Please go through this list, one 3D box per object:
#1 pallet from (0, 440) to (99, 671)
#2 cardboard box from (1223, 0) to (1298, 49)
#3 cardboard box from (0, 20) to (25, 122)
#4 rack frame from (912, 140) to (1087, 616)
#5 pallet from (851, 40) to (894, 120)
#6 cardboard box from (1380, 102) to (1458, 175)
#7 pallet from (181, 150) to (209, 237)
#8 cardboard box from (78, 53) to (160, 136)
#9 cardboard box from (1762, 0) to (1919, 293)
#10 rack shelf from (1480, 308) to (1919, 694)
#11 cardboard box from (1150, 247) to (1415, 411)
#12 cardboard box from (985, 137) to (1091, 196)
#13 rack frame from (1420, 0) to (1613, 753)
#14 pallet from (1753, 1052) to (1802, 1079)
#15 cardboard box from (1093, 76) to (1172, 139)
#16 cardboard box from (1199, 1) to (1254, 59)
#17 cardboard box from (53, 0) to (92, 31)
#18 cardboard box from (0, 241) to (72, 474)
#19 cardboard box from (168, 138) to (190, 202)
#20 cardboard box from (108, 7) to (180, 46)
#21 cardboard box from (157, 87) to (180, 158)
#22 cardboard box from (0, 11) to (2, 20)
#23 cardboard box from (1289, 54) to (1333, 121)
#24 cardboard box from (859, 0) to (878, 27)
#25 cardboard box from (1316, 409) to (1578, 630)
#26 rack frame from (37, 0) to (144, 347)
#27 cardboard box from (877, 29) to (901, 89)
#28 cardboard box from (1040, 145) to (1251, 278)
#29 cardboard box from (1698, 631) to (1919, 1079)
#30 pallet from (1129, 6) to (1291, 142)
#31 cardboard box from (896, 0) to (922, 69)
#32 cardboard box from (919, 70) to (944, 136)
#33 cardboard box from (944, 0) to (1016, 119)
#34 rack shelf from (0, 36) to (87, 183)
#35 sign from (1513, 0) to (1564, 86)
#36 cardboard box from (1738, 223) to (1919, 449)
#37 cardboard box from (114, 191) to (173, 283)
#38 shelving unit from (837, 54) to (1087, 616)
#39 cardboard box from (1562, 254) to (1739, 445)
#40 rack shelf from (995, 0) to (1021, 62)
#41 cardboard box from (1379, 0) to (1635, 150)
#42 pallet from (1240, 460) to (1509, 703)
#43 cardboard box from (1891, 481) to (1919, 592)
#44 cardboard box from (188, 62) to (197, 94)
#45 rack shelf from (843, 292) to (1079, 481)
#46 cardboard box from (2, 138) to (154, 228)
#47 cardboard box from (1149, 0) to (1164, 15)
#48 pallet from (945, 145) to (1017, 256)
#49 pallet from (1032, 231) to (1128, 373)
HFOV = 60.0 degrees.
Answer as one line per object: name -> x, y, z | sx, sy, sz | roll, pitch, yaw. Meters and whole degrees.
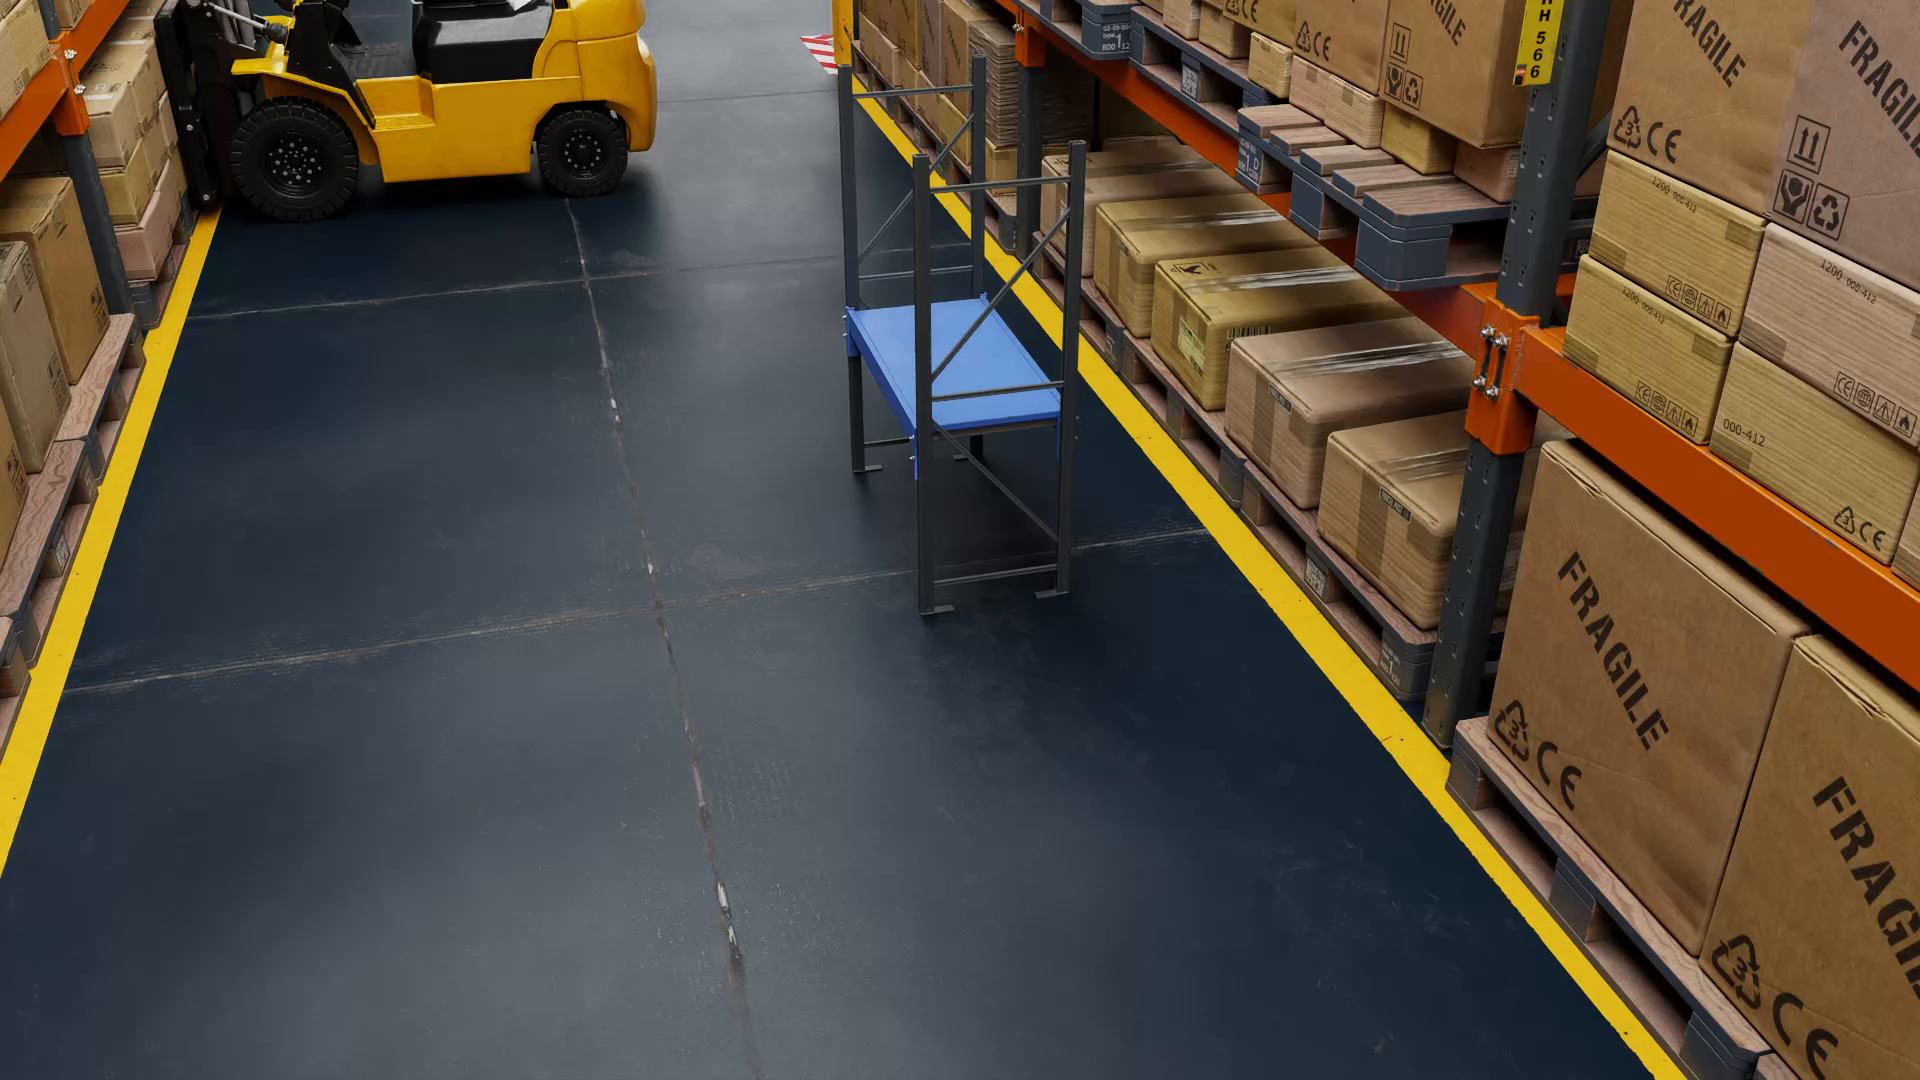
pallet -> -3.455, 0.085, 5.393 | 1.003, 0.211, 1.213 | -8, 31, -13
cardboard box -> 1.159, -1.821, 5.086 | 0.500, 0.500, 0.500 | -10, 32, -17
cardboard box -> -3.491, -1.547, 5.579 | 0.500, 0.250, 0.500 | -8, 31, -14
rack frame -> 0.112, -0.445, 5.021 | 0.500, 1.500, 0.032 | -8, 31, -13
pallet -> -0.091, -3.016, 10.750 | 1.003, 0.211, 1.213 | -8, 31, -13
cardboard box -> 1.376, -1.113, 4.510 | 0.380, 0.149, 0.250 | -7, 31, -13
pallet -> -4.514, -1.836, 8.711 | 1.003, 0.211, 1.213 | -8, 31, -13
cardboard box -> -3.968, -2.011, 7.558 | 0.500, 0.250, 0.500 | -8, 31, -13
cardboard box -> 1.867, -0.760, 2.971 | 0.500, 0.500, 0.500 | -8, 31, -13
rack shelf -> 2.361, 0.484, 2.637 | 1.077, 0.370, 4.000 | -8, 31, -13
cardboard box -> 1.291, -0.834, 6.400 | 0.950, 0.372, 0.625 | -7, 31, -12
cardboard box -> 0.353, -1.966, 8.478 | 0.500, 0.250, 0.500 | -6, 31, -11
rack frame -> 1.831, -0.793, 4.125 | 1.000, 3.000, 0.127 | -8, 31, -13
pallet -> 2.287, 1.393, 3.133 | 1.003, 0.211, 1.213 | -8, 31, -13
cardboard box -> 0.873, -2.362, 8.413 | 0.500, 0.500, 0.500 | -6, 31, -11
cardboard box -> 1.029, -1.731, 5.577 | 0.380, 0.149, 0.250 | -9, 31, -15
cardboard box -> -3.882, -2.355, 6.725 | 0.500, 0.500, 0.500 | -9, 31, -15
cardboard box -> -3.668, -0.591, 5.727 | 0.875, 0.625, 0.625 | -8, 31, -14
cardboard box -> -4.126, -1.822, 8.228 | 0.500, 0.250, 0.500 | -7, 31, -12
cardboard box -> -4.243, -2.504, 8.410 | 0.500, 0.250, 0.500 | -8, 31, -14
cardboard box -> -4.104, -2.033, 8.095 | 0.500, 0.250, 0.500 | -8, 31, -14
cardboard box -> -3.496, -1.764, 5.454 | 0.500, 0.250, 0.500 | -9, 31, -15
cardboard box -> 1.207, -1.351, 4.922 | 0.380, 0.149, 0.250 | -9, 31, -16
cardboard box -> -0.339, -3.535, 10.440 | 0.500, 0.500, 0.500 | -9, 31, -15
cardboard box -> 1.690, -0.112, 5.152 | 0.950, 0.372, 0.625 | -10, 32, -17
rack frame -> -4.016, -2.063, 6.320 | 1.000, 3.000, 0.127 | -8, 31, -13
cardboard box -> -0.217, -2.975, 10.220 | 0.500, 0.250, 0.500 | -7, 31, -11
cardboard box -> 0.910, -1.516, 7.579 | 0.950, 0.372, 0.625 | -7, 31, -13
cardboard box -> 2.166, 0.721, 3.212 | 0.875, 0.875, 0.875 | -7, 31, -13
pallet -> 1.266, -1.660, 5.816 | 1.003, 0.211, 1.213 | -8, 31, -13
cardboard box -> -0.070, -3.040, 9.585 | 0.500, 0.500, 0.500 | -7, 31, -12
cardboard box -> 0.071, -2.468, 9.346 | 0.500, 0.250, 0.500 | -7, 31, -13
cardboard box -> 0.216, -2.537, 8.715 | 0.500, 0.500, 0.500 | -7, 31, -12
rack shelf -> -3.485, -0.786, 4.831 | 1.077, 0.370, 4.000 | -8, 31, -13
sign -> 1.310, -1.183, 3.723 | 0.100, 0.325, 0.005 | -8, 31, -13
cardboard box -> 1.863, -0.417, 3.127 | 0.500, 0.250, 0.500 | -7, 31, -12
cardboard box -> -3.825, -1.332, 7.383 | 0.500, 0.250, 0.500 | -8, 31, -13
shelving unit -> -0.023, -0.690, 5.445 | 0.538, 1.500, 1.048 | -8, 31, -13
cardboard box -> 1.718, -0.458, 3.697 | 0.500, 0.250, 0.500 | -8, 31, -14
rack shelf -> 0.238, -3.379, 9.312 | 1.077, 0.370, 4.000 | -8, 31, -13
cardboard box -> 1.442, -1.329, 4.236 | 0.500, 0.500, 0.500 | -9, 31, -15
pallet -> 1.625, 0.036, 5.476 | 1.003, 0.211, 1.213 | -8, 31, -13
cardboard box -> 2.005, 0.042, 2.833 | 0.500, 0.250, 0.500 | -7, 31, -12
cardboard box -> -4.367, -2.519, 8.935 | 0.500, 0.250, 0.500 | -9, 31, -14
rack shelf -> -0.023, -0.535, 5.536 | 0.538, 0.185, 1.000 | -8, 31, -13
cardboard box -> -3.847, -1.546, 7.253 | 0.500, 0.250, 0.500 | -8, 31, -14
cardboard box -> 0.909, -1.991, 6.027 | 0.380, 0.149, 0.250 | -8, 31, -13
pallet -> 0.556, -1.838, 8.714 | 1.003, 0.211, 1.213 | -8, 31, -13
pallet -> 0.977, -1.142, 7.512 | 1.003, 0.211, 1.213 | -8, 31, -13
